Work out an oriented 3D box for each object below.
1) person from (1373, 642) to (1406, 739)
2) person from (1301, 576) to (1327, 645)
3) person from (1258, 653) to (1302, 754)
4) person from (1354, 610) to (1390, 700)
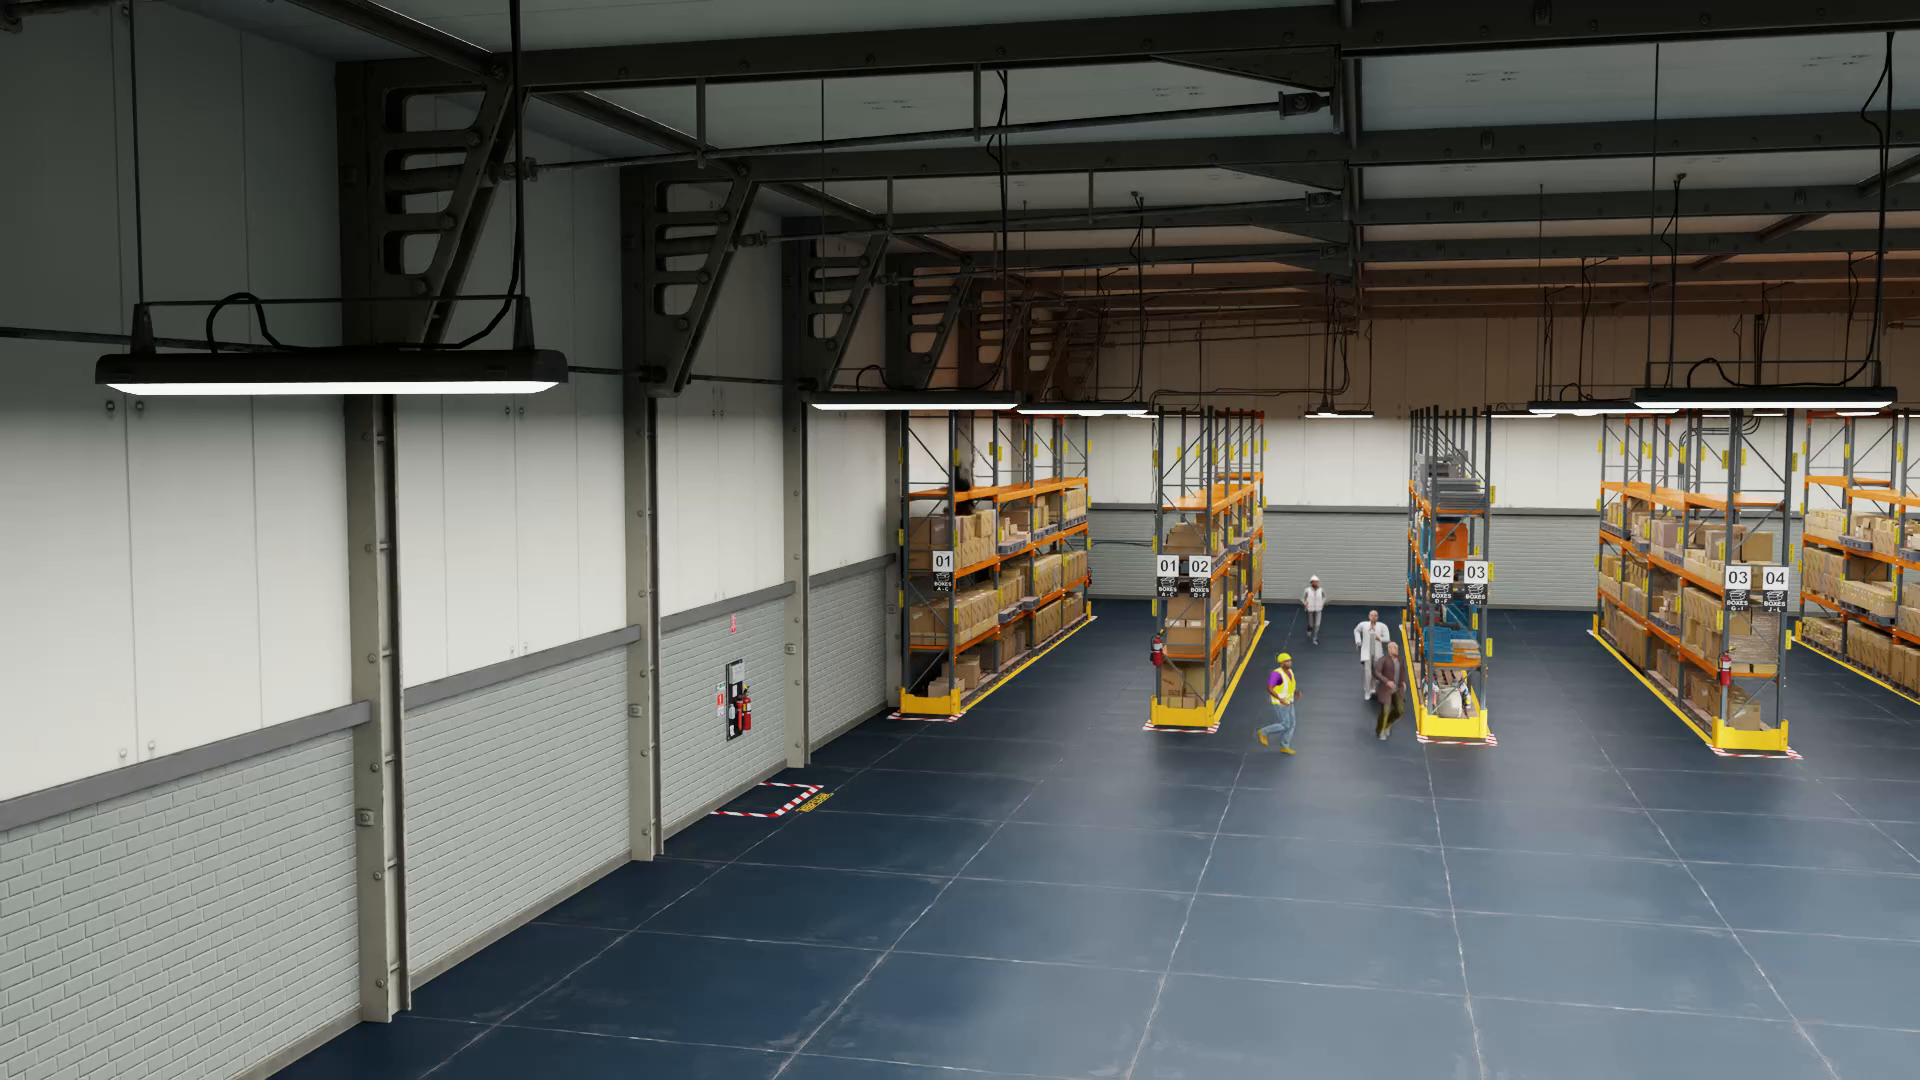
[{"bbox_3d":[7.794,2.711,29.916,0.760,1.747,0.614,-1,4,-17],"label":"person"},{"bbox_3d":[9.102,1.799,42.731,0.661,1.744,0.733,0,4,3],"label":"person"},{"bbox_3d":[5.537,2.807,28.722,0.662,1.741,0.698,3,5,39],"label":"person"},{"bbox_3d":[8.519,2.366,34.370,0.685,1.844,0.796,1,4,8],"label":"person"}]
